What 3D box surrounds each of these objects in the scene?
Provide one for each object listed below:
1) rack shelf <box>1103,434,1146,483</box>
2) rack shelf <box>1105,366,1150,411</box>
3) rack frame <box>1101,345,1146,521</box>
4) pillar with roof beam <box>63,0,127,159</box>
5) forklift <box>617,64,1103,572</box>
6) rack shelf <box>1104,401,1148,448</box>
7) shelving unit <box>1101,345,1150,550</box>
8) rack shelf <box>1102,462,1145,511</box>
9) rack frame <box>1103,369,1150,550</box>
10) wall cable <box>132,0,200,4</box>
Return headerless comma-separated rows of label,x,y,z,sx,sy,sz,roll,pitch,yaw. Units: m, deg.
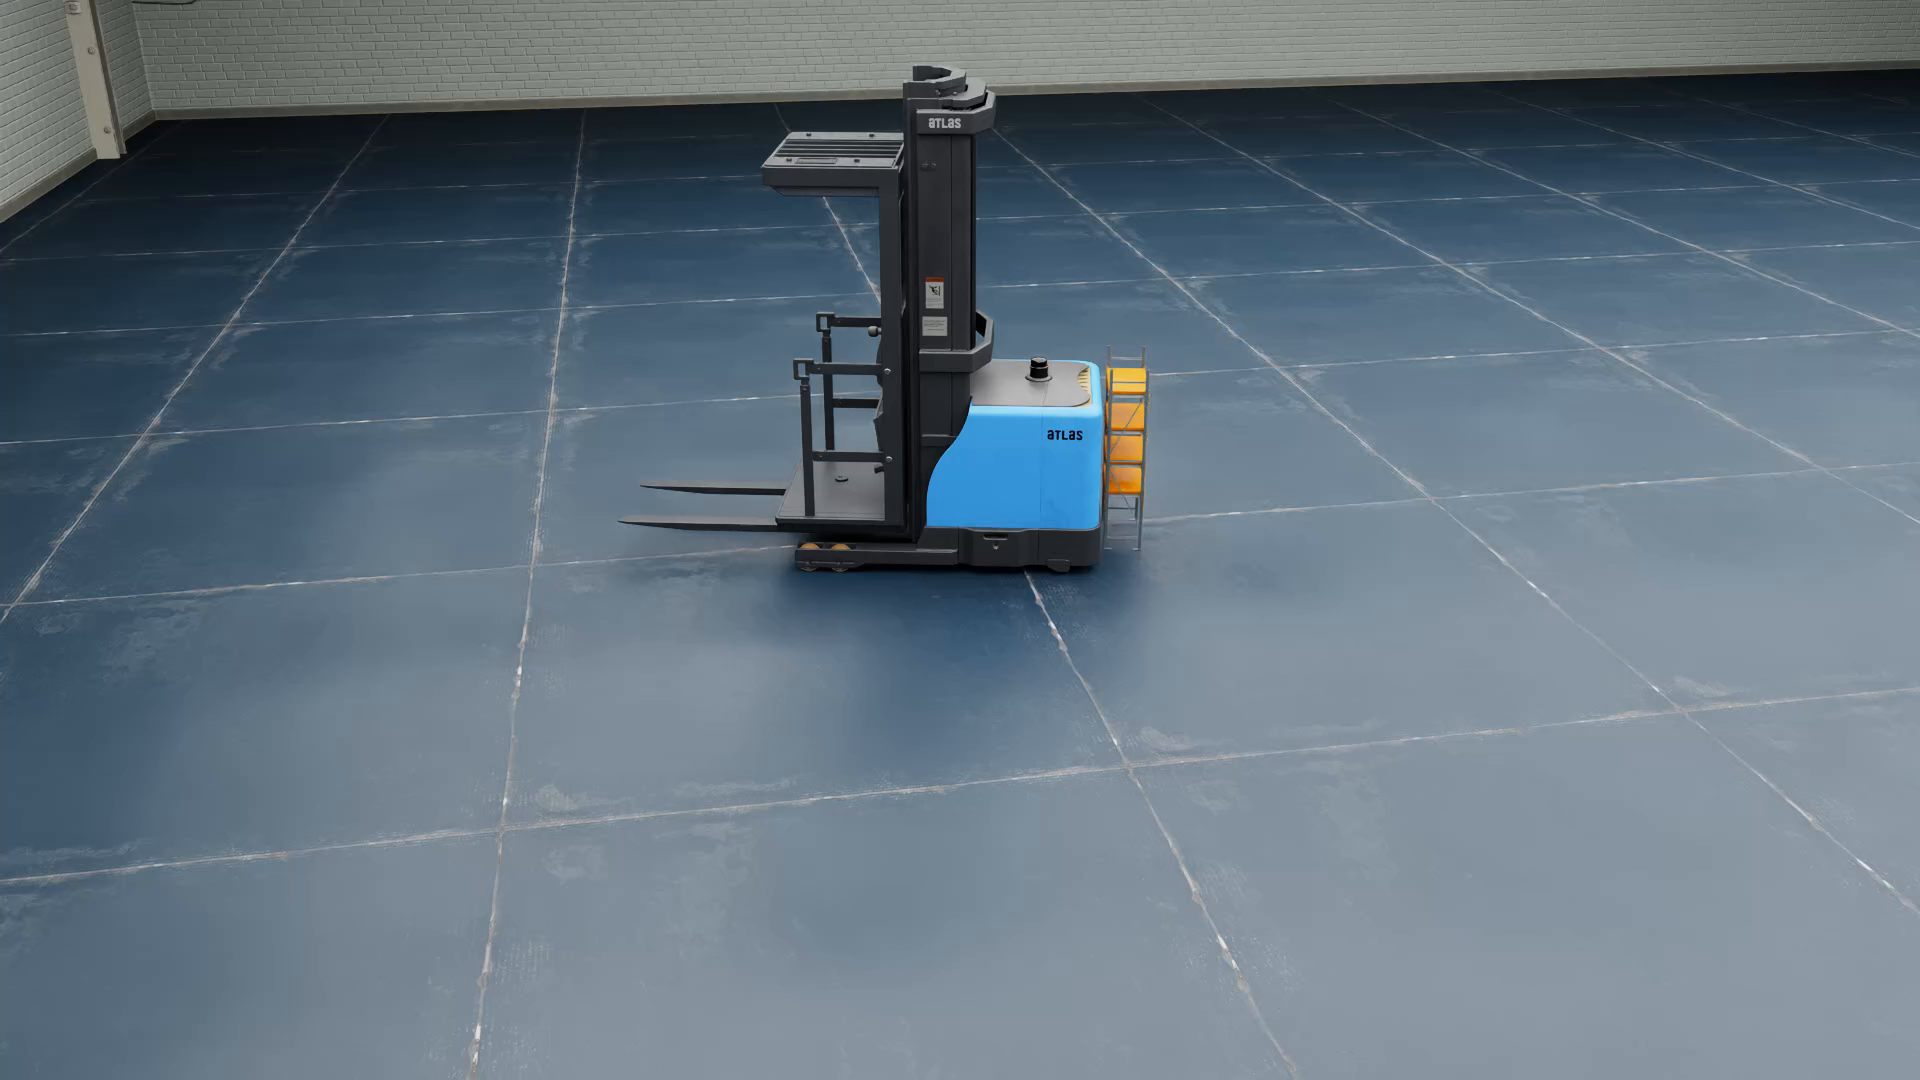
rack shelf,1.048,-0.525,10.622,0.258,0.148,0.480,1,24,3
rack shelf,1.048,-0.947,10.437,0.258,0.148,0.480,1,24,3
rack frame,1.061,-0.684,10.818,0.240,1.200,0.015,1,24,3
pillar with roof beam,-7.420,-9.714,21.748,9.100,9.000,0.400,-4,24,-10
forklift,-0.628,-1.357,10.196,3.031,2.935,1.130,1,24,3
rack shelf,1.048,-0.730,10.532,0.258,0.148,0.480,1,24,3
shelving unit,1.048,-0.587,10.595,0.258,1.200,0.503,1,24,3
rack shelf,1.048,-0.343,10.701,0.258,0.148,0.480,1,24,3
rack frame,1.035,-0.489,10.371,0.240,1.200,0.015,1,24,3
wall cable,-10.896,-9.229,24.517,3.097,2.526,0.112,-4,24,-10
